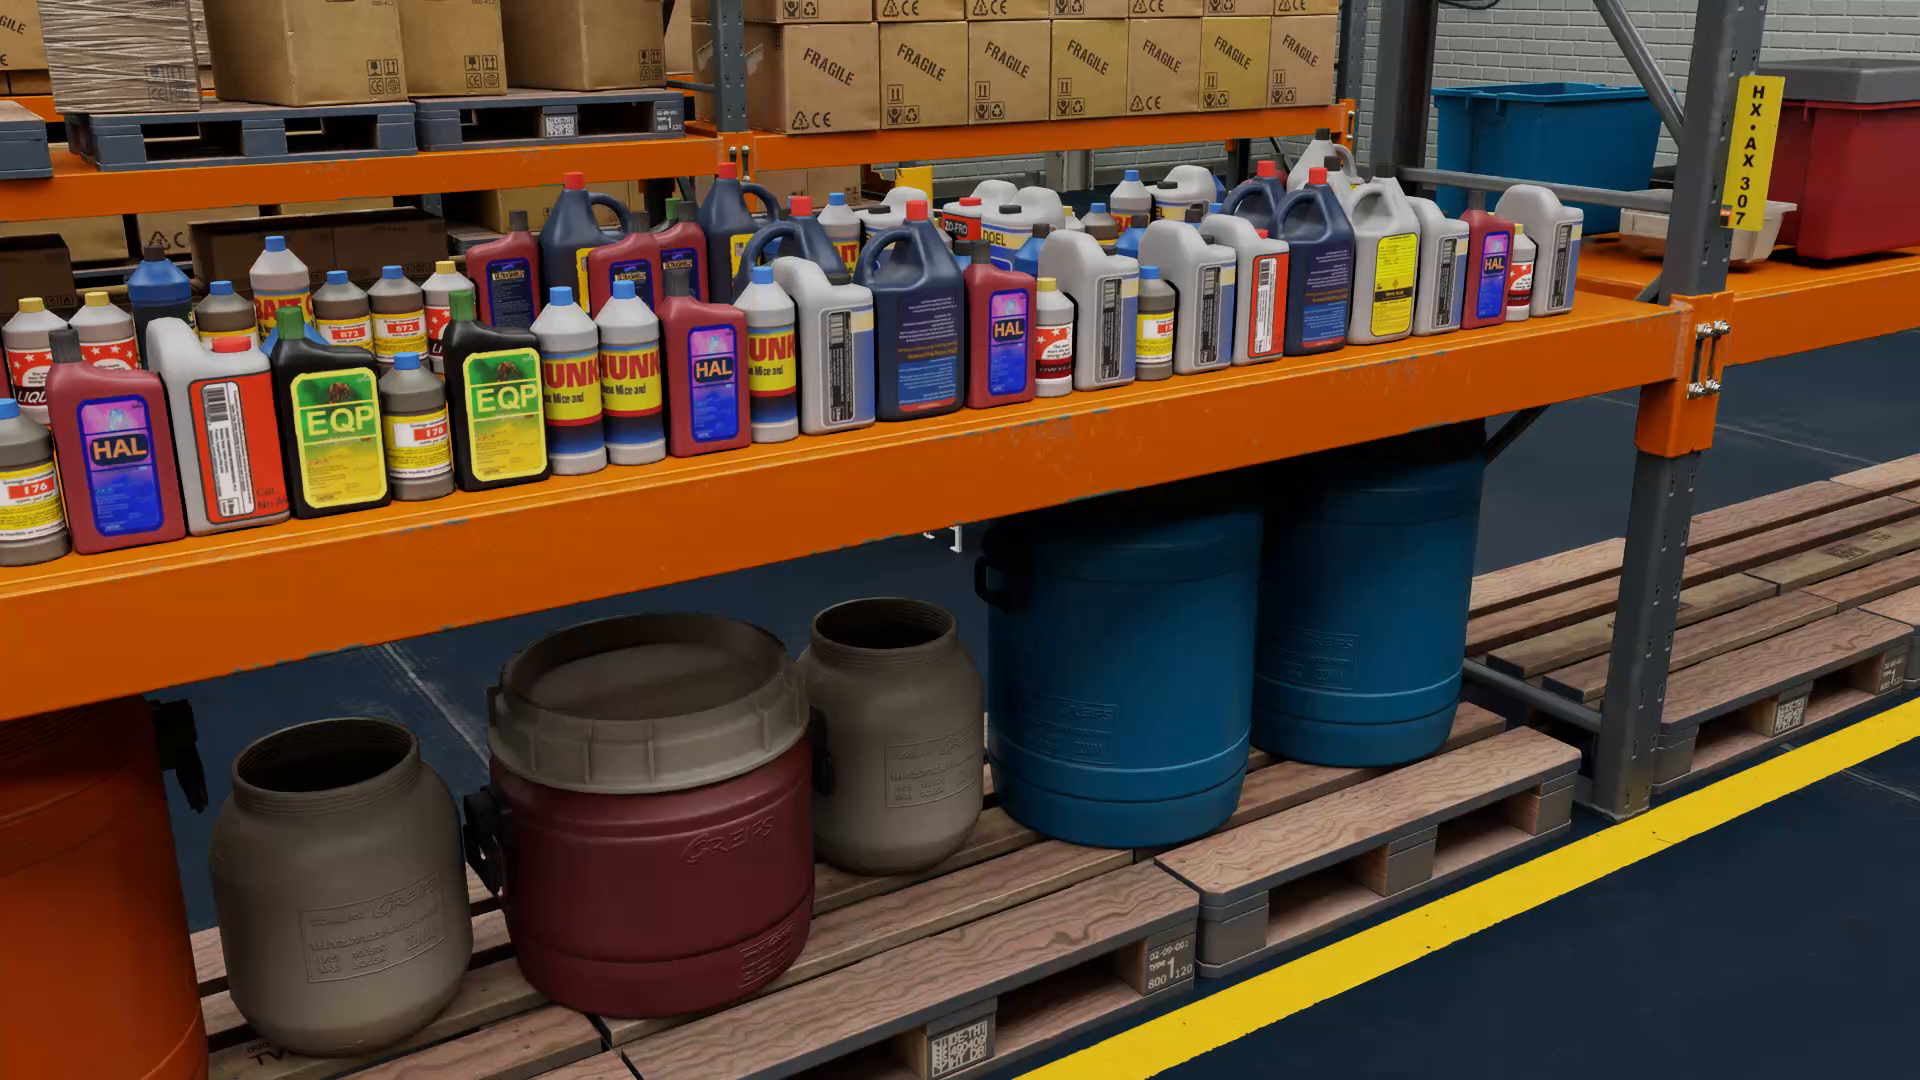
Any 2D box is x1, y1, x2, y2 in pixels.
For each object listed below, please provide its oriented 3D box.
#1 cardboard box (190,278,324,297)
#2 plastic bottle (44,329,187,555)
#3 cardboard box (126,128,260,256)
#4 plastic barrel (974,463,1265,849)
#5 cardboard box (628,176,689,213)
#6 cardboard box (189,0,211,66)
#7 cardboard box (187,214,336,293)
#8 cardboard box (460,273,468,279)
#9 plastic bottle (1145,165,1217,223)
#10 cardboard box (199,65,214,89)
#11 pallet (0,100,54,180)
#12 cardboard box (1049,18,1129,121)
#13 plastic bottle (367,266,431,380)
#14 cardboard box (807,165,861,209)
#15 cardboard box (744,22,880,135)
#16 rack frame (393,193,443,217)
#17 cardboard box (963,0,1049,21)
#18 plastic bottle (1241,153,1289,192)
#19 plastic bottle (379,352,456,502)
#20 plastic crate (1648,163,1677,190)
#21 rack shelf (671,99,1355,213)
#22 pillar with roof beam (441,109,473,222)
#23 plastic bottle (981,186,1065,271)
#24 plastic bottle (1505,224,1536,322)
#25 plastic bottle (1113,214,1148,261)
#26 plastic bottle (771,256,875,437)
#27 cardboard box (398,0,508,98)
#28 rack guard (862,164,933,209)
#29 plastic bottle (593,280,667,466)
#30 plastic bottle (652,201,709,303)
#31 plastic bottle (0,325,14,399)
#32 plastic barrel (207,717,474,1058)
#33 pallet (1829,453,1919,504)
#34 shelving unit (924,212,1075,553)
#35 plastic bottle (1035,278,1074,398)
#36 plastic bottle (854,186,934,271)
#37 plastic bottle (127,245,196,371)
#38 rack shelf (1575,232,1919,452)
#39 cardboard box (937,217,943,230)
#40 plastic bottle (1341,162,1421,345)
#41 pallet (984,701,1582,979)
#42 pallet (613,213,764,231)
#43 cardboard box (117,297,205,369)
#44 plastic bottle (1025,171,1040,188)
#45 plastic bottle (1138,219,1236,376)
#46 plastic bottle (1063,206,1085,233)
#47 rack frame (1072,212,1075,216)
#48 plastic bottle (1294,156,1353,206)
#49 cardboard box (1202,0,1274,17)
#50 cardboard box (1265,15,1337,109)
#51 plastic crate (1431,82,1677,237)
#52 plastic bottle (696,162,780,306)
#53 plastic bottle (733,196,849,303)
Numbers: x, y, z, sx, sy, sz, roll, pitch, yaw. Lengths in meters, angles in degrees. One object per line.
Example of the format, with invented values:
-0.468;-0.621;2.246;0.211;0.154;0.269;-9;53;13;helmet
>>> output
-3.126;-0.913;7.479;0.500;0.500;0.500;-13;23;-33;cardboard box
-1.085;-0.131;2.131;0.133;0.283;0.061;-12;22;-31;plastic bottle
-5.244;-2.379;11.300;0.750;0.750;0.750;-11;22;-30;cardboard box
0.362;0.156;3.721;0.708;0.901;0.600;-12;22;-31;plastic barrel
-2.500;-2.802;13.096;0.500;0.500;0.700;-11;22;-30;cardboard box
-5.124;-3.376;10.894;0.500;0.500;0.500;-12;22;-31;cardboard box
-3.096;-1.276;7.380;0.500;0.250;0.500;-12;22;-32;cardboard box
-1.976;-0.957;7.607;0.500;0.500;0.500;-12;22;-31;cardboard box
0.515;-0.753;3.981;0.135;0.276;0.152;-12;22;-31;plastic bottle
-5.026;-3.089;11.058;0.250;0.149;0.380;-12;22;-31;cardboard box
-4.117;-1.524;6.368;1.003;0.211;1.213;-12;22;-31;pallet
0.540;-2.514;8.841;0.500;0.500;0.500;-12;22;-32;cardboard box
-1.034;-0.401;3.058;0.097;0.201;0.097;0;19;0;plastic bottle
-1.221;-3.075;13.903;0.500;0.500;0.700;-12;22;-31;cardboard box
-0.729;-2.245;8.046;0.500;0.500;0.500;-11;22;-30;cardboard box
-4.032;-3.505;11.930;0.127;3.000;1.000;-12;22;-31;rack frame
0.104;-2.891;8.396;0.500;0.500;0.500;-13;22;-33;cardboard box
0.765;-0.826;4.187;0.133;0.283;0.061;-12;22;-31;plastic bottle
-0.775;-0.165;2.358;0.097;0.201;0.097;0;19;0;plastic bottle
2.204;-1.023;4.922;0.590;0.125;0.437;-12;22;-31;plastic crate
0.366;-2.192;9.170;4.000;0.370;1.077;-12;22;-31;rack shelf
-1.555;-5.550;8.612;0.400;9.000;9.100;-12;22;-31;pillar with roof beam
0.131;-0.613;3.569;0.135;0.276;0.152;-12;22;-31;plastic bottle
1.184;-0.578;3.580;0.097;0.201;0.097;0;19;0;plastic bottle
0.343;-0.492;3.217;0.097;0.271;0.097;0;19;0;plastic bottle
-0.226;-0.326;2.720;0.135;0.276;0.152;-12;22;-31;plastic bottle
-2.362;-2.266;7.451;0.500;0.500;0.700;-8;20;-23;cardboard box
-0.671;-3.030;14.427;0.348;0.500;1.175;-12;22;-31;rack guard
-0.501;-0.256;2.518;0.097;0.271;0.097;0;19;0;plastic bottle
-0.567;-0.522;3.288;0.133;0.283;0.061;-12;22;-31;plastic bottle
-1.628;-0.322;2.695;0.133;0.283;0.061;-12;22;-31;plastic bottle
-1.102;0.615;2.972;0.421;0.512;0.421;0;19;0;plastic barrel
4.048;-0.104;6.223;1.213;0.211;1.003;-12;22;-31;pallet
0.138;-0.598;6.139;0.503;1.200;0.258;-12;22;-31;shelving unit
0.151;-0.360;2.936;0.097;0.201;0.097;0;19;0;plastic bottle
-0.146;-0.613;3.568;0.135;0.276;0.152;-12;22;-31;plastic bottle
-1.359;-0.366;2.844;0.097;0.271;0.097;0;19;0;plastic bottle
3.087;-0.867;5.249;4.000;0.370;1.077;-12;22;-31;rack shelf
0.262;-1.539;9.325;0.637;0.503;0.797;-12;22;-31;cardboard box
0.829;-0.583;3.362;0.185;0.351;0.144;-12;22;-31;plastic bottle
0.750;0.590;4.169;1.213;0.211;1.003;-12;22;-31;pallet
-2.334;-2.514;13.350;1.213;0.211;1.003;-12;22;-31;pallet
-3.252;-0.685;6.804;0.500;0.500;0.500;-12;22;-32;cardboard box
0.134;-0.693;3.794;0.133;0.283;0.061;-12;22;-31;plastic bottle
0.427;-0.464;3.127;0.135;0.276;0.152;-12;22;-31;plastic bottle
0.241;-0.670;3.853;0.097;0.201;0.097;0;19;0;plastic bottle
0.342;-0.641;6.266;0.015;1.200;0.240;-12;22;-31;rack frame
0.750;-0.621;3.476;0.185;0.351;0.144;-12;22;-31;plastic bottle
1.395;-3.165;9.207;0.500;0.500;0.500;-11;22;-30;cardboard box
1.812;-2.781;9.632;0.500;0.500;0.500;-11;22;-30;cardboard box
1.619;-1.050;4.597;0.575;0.384;0.392;-12;22;-31;plastic crate
-0.444;-0.587;3.375;0.185;0.351;0.144;-12;22;-31;plastic bottle
-0.287;-0.406;2.838;0.185;0.351;0.144;-12;22;-31;plastic bottle
